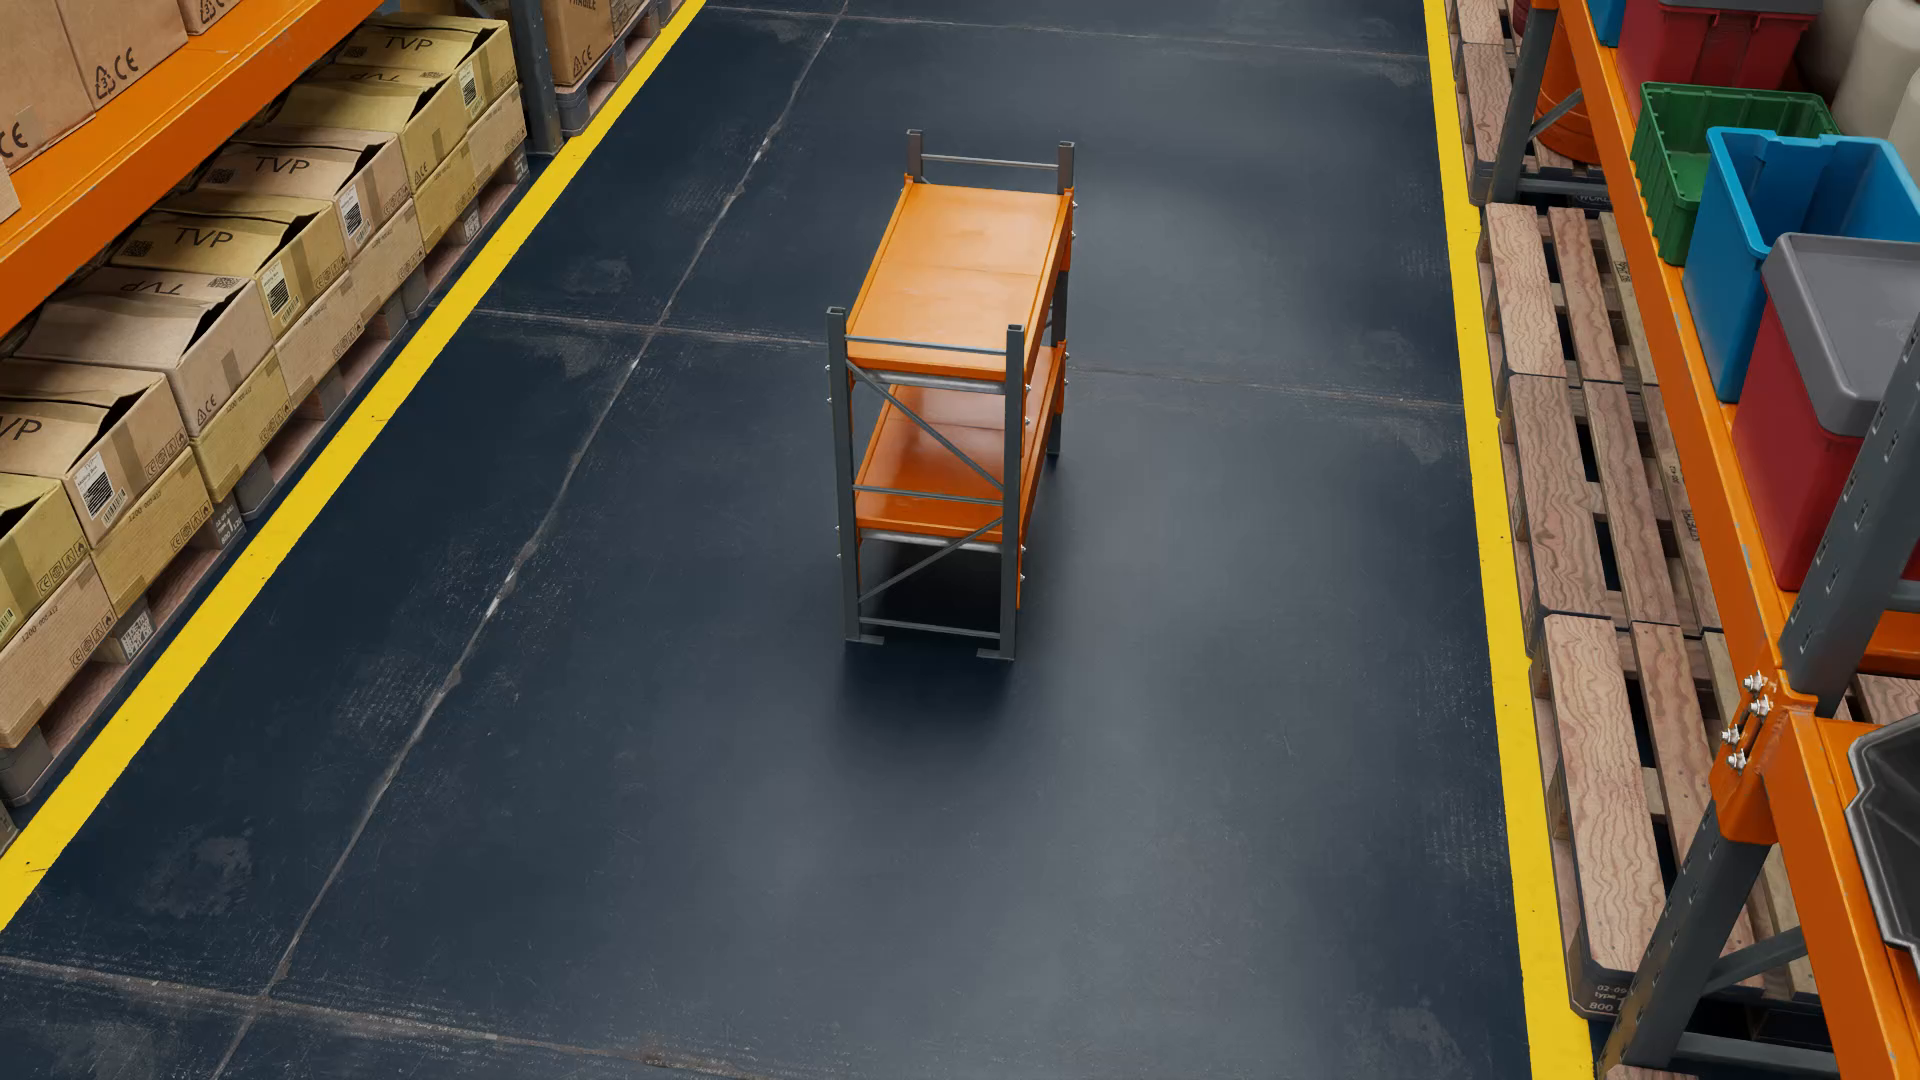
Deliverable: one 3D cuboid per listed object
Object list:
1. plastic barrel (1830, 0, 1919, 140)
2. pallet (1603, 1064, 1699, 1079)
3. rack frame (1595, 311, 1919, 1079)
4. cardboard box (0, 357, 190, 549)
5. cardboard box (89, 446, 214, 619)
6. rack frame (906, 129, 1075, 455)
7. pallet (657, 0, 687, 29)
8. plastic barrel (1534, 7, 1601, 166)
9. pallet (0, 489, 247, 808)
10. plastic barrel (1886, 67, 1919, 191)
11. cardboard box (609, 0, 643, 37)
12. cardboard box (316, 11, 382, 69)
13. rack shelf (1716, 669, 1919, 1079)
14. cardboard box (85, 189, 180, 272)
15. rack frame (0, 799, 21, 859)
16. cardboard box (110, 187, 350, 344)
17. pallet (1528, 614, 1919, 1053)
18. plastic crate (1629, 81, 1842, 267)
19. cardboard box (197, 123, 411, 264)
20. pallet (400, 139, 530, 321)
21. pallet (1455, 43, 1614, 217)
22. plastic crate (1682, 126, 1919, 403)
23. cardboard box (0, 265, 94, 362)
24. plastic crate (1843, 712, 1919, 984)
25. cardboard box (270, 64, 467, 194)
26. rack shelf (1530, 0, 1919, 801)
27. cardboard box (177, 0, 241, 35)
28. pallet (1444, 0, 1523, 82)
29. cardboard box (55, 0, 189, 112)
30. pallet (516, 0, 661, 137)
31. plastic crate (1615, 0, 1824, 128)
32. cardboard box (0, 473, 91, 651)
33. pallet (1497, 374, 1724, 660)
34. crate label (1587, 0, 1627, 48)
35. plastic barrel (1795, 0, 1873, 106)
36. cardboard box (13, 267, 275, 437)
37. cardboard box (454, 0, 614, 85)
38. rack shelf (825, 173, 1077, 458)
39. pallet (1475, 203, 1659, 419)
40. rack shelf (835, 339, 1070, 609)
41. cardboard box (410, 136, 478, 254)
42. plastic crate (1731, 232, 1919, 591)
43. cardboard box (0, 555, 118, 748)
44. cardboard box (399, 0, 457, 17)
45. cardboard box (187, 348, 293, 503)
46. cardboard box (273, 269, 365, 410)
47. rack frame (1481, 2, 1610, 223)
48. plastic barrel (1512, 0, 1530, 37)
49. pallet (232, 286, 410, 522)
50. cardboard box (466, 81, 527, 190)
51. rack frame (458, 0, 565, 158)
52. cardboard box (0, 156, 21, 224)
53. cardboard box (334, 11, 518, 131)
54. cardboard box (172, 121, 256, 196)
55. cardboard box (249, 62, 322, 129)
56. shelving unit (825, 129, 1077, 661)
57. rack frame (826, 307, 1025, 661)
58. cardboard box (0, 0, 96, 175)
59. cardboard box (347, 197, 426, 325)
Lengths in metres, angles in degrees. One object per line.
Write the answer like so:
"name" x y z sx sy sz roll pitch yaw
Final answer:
"plastic barrel" 2.515 -1.221 4.267 0.433 0.535 0.433 0 40 0
"pallet" 1.774 1.631 3.112 1.003 0.211 1.213 6 40 8
"rack frame" 1.932 0.139 2.728 1.000 3.000 0.127 6 40 8
"cardboard box" -2.538 -0.273 4.614 0.500 0.311 0.500 6 40 7
"cardboard box" -2.543 -0.058 4.794 0.500 0.250 0.500 7 40 9
"rack frame" 0.089 -0.757 5.283 0.500 1.125 0.032 6 40 8
"pallet" -1.874 -3.073 8.801 1.003 0.211 1.213 6 40 8
"plastic barrel" 2.692 -2.005 6.695 0.600 0.830 0.708 6 40 8
"pallet" -2.857 0.199 4.844 1.003 0.211 1.213 6 40 8
"plastic barrel" 2.440 -0.950 3.938 0.433 0.535 0.433 0 40 0
"cardboard box" -1.809 -2.709 7.789 0.500 0.500 0.500 5 40 6
"cardboard box" -2.634 -1.942 6.633 0.500 0.311 0.500 8 40 9
"rack shelf" 1.586 1.672 1.439 1.077 0.370 4.000 6 40 8
"cardboard box" -2.895 -0.968 5.455 0.500 0.311 0.500 6 40 7
"rack frame" -2.946 -0.409 3.391 1.000 3.000 0.127 6 40 8
"cardboard box" -2.365 -0.924 5.402 0.500 0.311 0.500 7 40 9
"pallet" 2.029 0.717 4.217 1.003 0.211 1.213 6 40 8
"plastic crate" 1.955 -0.903 4.155 0.450 0.188 0.662 6 40 8
"cardboard box" -2.276 -1.239 5.782 0.500 0.311 0.500 6 40 7
"pallet" -2.435 -1.333 6.696 1.003 0.211 1.213 6 40 8
"pallet" 2.719 -1.796 7.256 1.003 0.211 1.213 6 40 8
"plastic crate" 1.816 -0.581 3.611 0.392 0.384 0.575 6 40 8
"cardboard box" -2.986 -0.653 5.075 0.500 0.311 0.500 6 40 8
"plastic crate" 1.716 0.478 2.367 0.767 0.338 0.504 6 40 8
"cardboard box" -2.186 -1.555 6.165 0.500 0.311 0.500 6 40 7
"rack shelf" 2.278 -0.839 4.475 1.077 0.370 4.000 6 40 8
"cardboard box" -2.528 -1.903 5.120 0.500 0.500 0.500 4 40 5
"pallet" 2.933 -2.559 8.180 1.003 0.211 1.213 6 40 8
"cardboard box" -2.620 -1.573 4.720 0.500 0.500 0.500 6 40 8
"pallet" -2.088 -2.309 7.877 1.003 0.211 1.213 6 40 8
"plastic crate" 2.043 -1.415 4.558 0.402 0.464 0.583 6 40 8
"cardboard box" -2.629 0.041 4.235 0.500 0.311 0.500 7 40 8
"pallet" 2.238 -0.051 5.146 1.003 0.211 1.213 6 40 8
"crate label" 2.186 -1.791 5.034 0.502 0.435 0.616 6 40 8
"plastic barrel" 2.583 -1.481 4.599 0.421 0.512 0.421 0 40 0
"cardboard box" -2.449 -0.598 5.007 0.500 0.311 0.500 5 40 6
"cardboard box" -1.894 -2.380 7.391 0.500 0.500 0.500 8 40 10
"rack shelf" 0.001 -0.663 4.710 0.538 0.278 1.000 6 40 8
"pallet" 2.452 -0.814 6.069 1.003 0.211 1.213 6 40 8
"rack shelf" 0.001 -0.249 5.053 0.538 0.278 1.000 6 40 8
"cardboard box" -2.191 -1.341 6.346 0.500 0.250 0.500 6 40 7
"plastic crate" 1.714 -0.223 3.115 0.402 0.464 0.583 6 40 8
"cardboard box" -2.633 0.263 4.406 0.500 0.250 0.500 5 40 7
"cardboard box" -2.324 -2.739 7.825 0.500 0.500 0.500 8 40 9
"cardboard box" -2.456 -0.383 5.188 0.500 0.250 0.500 5 40 6
"cardboard box" -2.367 -0.702 5.574 0.500 0.250 0.500 7 40 9
"rack frame" 2.624 -2.371 5.764 1.000 3.000 0.127 6 40 8
"plastic barrel" 2.887 -2.621 7.629 0.600 0.588 0.708 6 40 8
"pallet" -2.648 -0.569 5.773 1.003 0.211 1.213 6 40 8
"cardboard box" -2.105 -1.665 6.738 0.500 0.250 0.500 7 40 9
"rack frame" -2.254 -2.920 6.427 1.000 3.000 0.127 6 40 8
"cardboard box" -2.592 -0.846 4.116 0.380 0.149 0.250 6 40 8
"cardboard box" -2.102 -1.882 6.560 0.500 0.311 0.500 7 40 9
"cardboard box" -2.807 -1.291 5.846 0.500 0.311 0.500 5 40 6
"cardboard box" -2.717 -1.611 6.233 0.500 0.311 0.500 5 40 7
"shelving unit" 0.001 -0.438 4.897 0.538 1.125 1.048 6 40 8
"rack frame" -0.087 -0.119 4.511 0.500 1.125 0.032 6 40 8
"cardboard box" -2.706 -1.259 4.340 0.500 0.500 0.500 9 40 11
"cardboard box" -2.281 -1.025 5.965 0.500 0.250 0.500 7 40 9
